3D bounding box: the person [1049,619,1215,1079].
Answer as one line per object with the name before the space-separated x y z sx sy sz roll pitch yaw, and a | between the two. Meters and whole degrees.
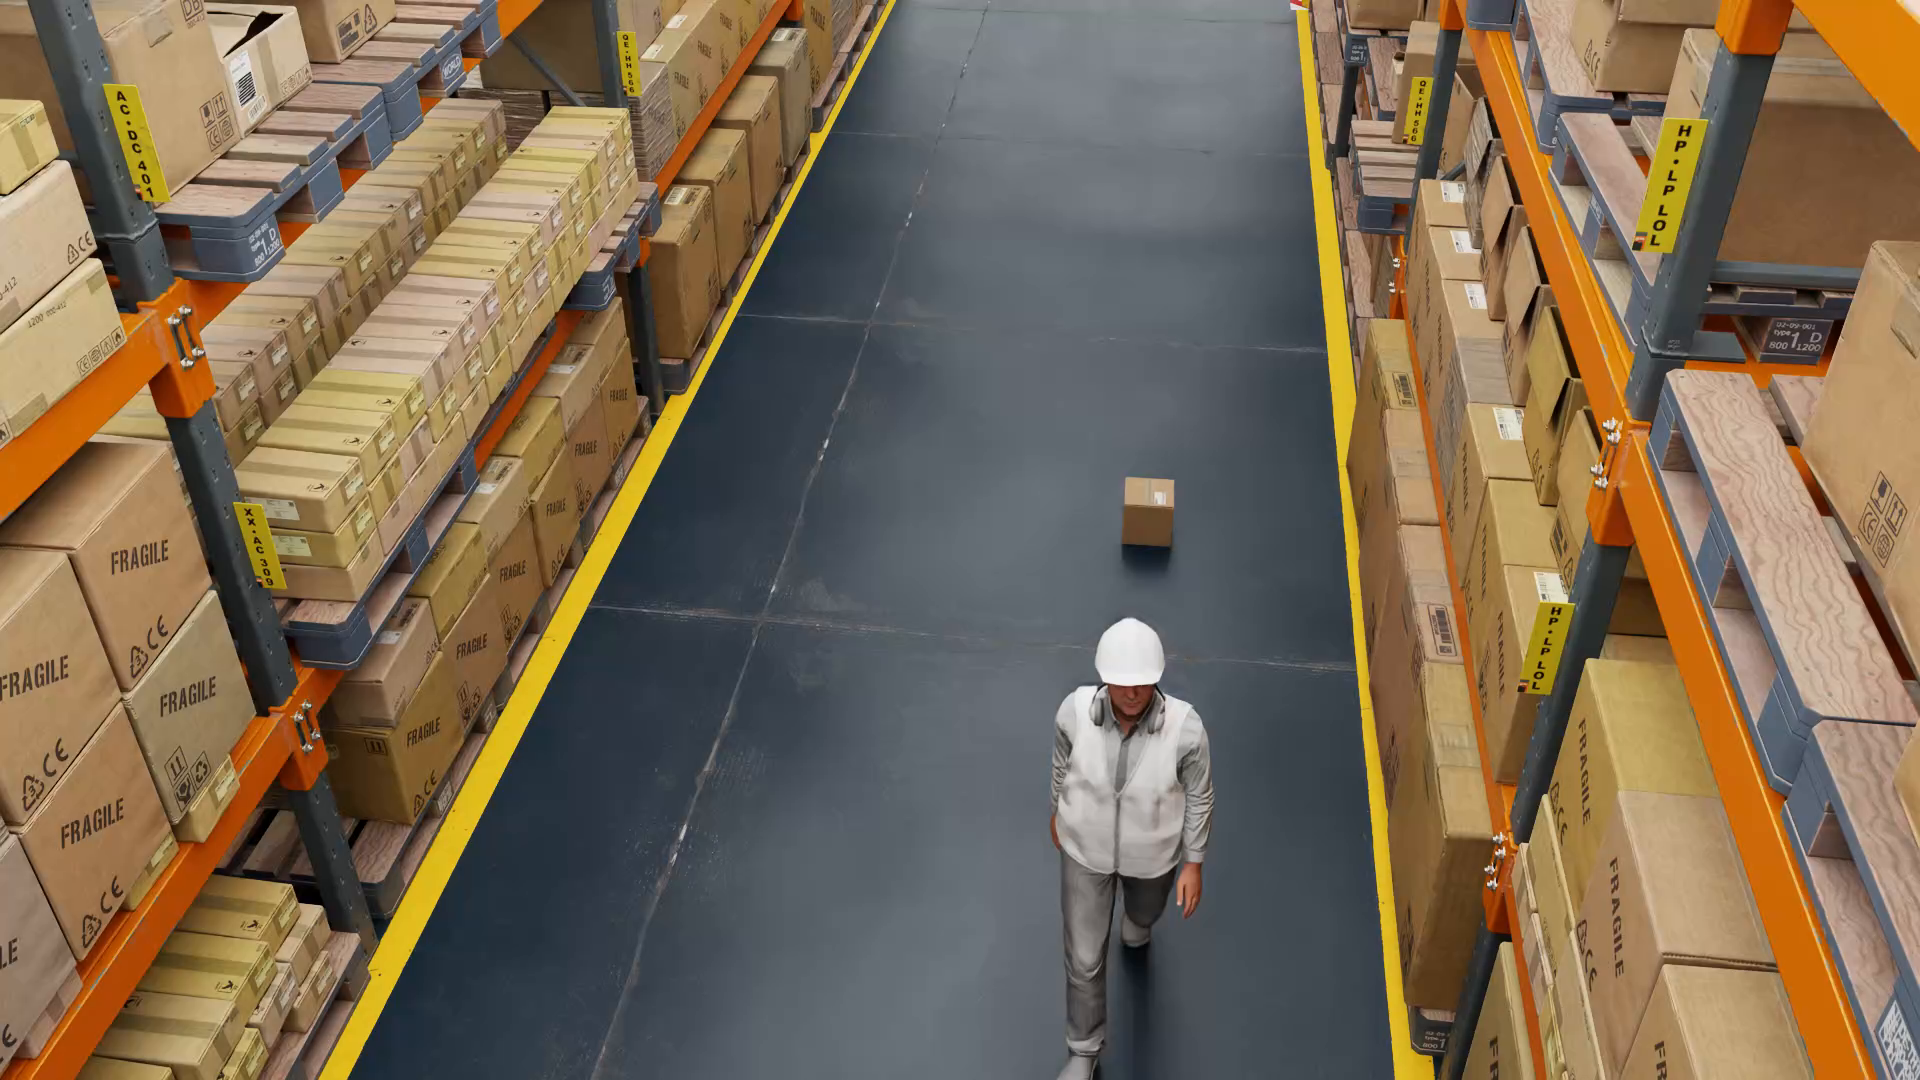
person | 0.562 1.013 5.620 0.553 1.733 0.986 5 36 8
